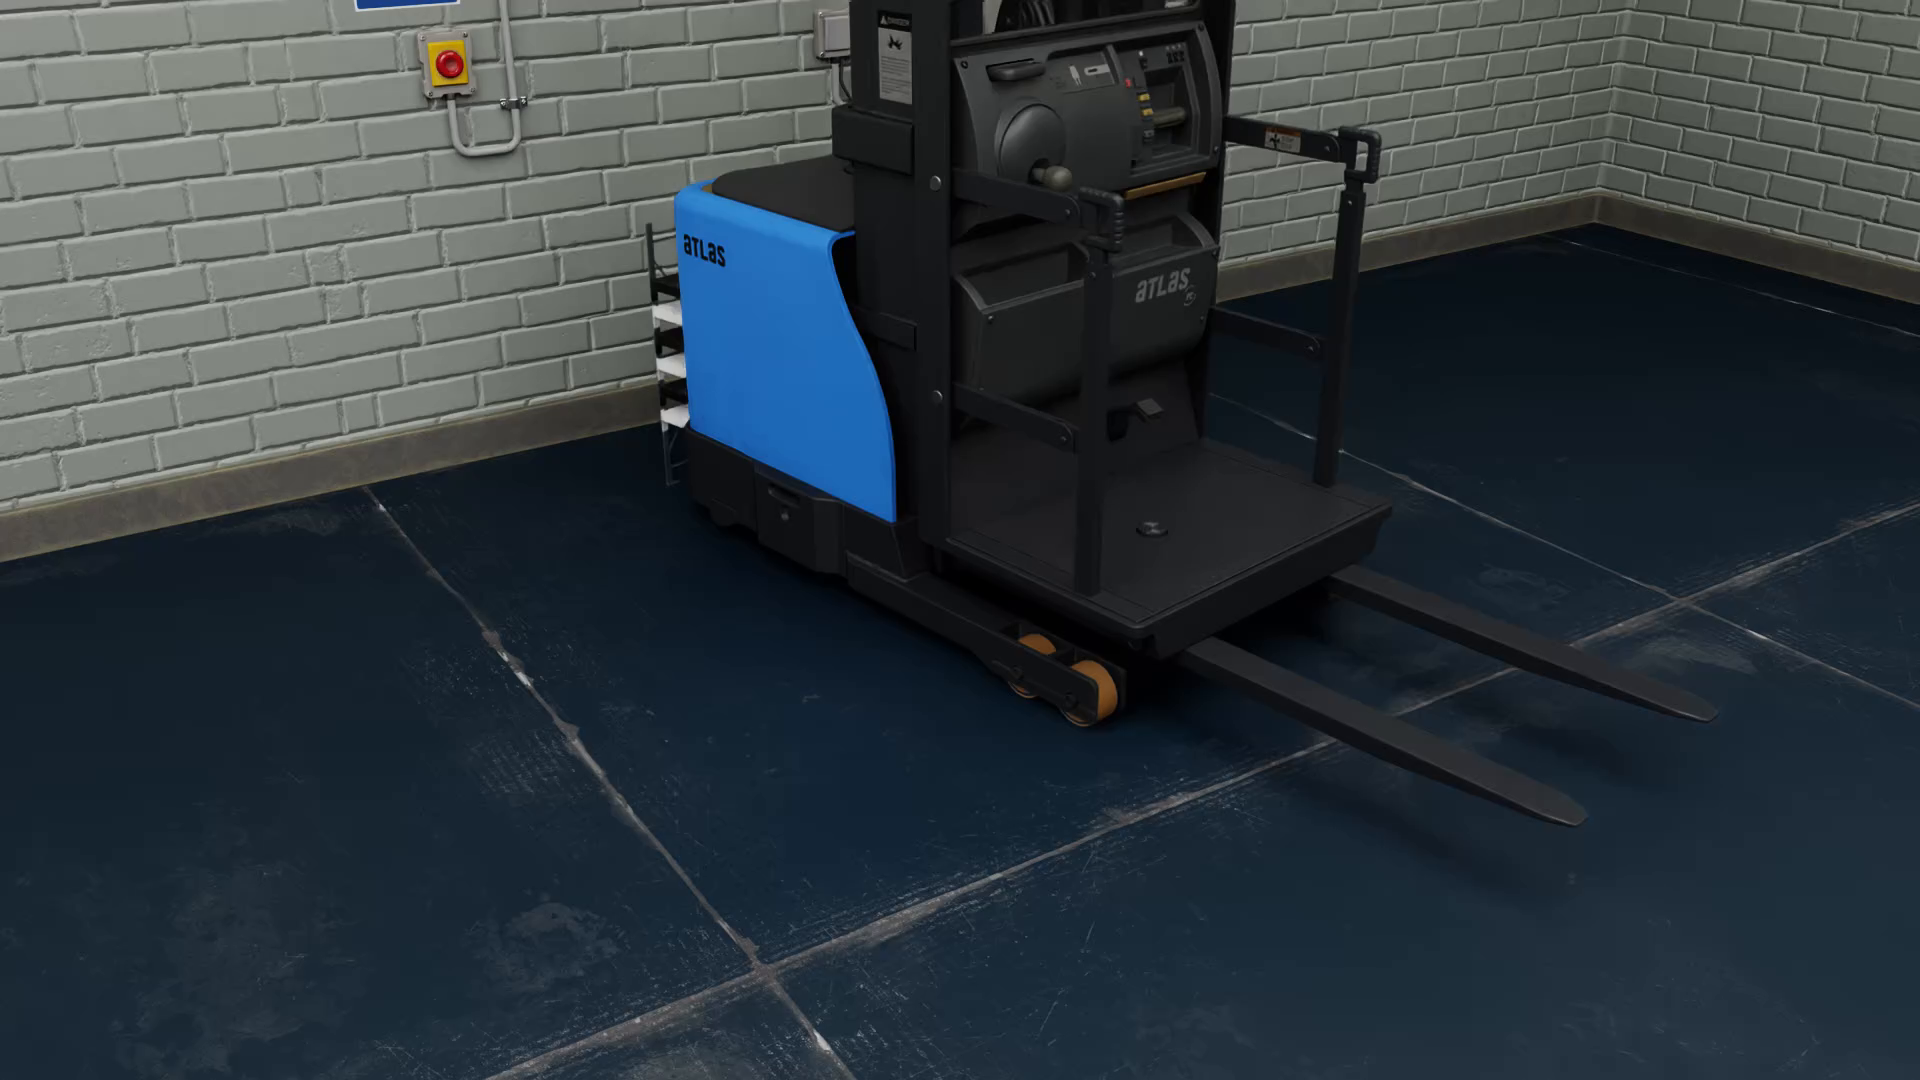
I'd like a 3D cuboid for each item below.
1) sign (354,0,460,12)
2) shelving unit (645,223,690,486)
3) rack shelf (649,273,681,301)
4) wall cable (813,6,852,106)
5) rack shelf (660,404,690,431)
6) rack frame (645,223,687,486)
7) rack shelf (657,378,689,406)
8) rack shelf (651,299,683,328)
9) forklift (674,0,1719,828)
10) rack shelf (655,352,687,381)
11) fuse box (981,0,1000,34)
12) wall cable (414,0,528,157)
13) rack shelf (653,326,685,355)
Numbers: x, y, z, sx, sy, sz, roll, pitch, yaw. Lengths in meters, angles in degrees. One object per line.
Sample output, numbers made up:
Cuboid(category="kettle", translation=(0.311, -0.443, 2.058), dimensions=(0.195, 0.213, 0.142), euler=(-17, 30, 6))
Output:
Cuboid(category="sign", translation=(-1.724, -1.763, 5.153), dimensions=(0.327, 0.218, 0.001), euler=(-16, 29, -30))
Cuboid(category="shelving unit", translation=(-0.838, -0.601, 5.468), dimensions=(0.210, 0.900, 0.258), euler=(21, 33, 38))
Cuboid(category="rack shelf", translation=(-0.838, -0.815, 5.367), dimensions=(0.200, 0.077, 0.258), euler=(21, 33, 38))
Cuboid(category="wall cable", translation=(-0.468, -2.424, 5.681), dimensions=(0.588, 1.984, 0.122), euler=(-16, 29, -30))
Cuboid(category="rack shelf", translation=(-0.838, -0.408, 5.559), dimensions=(0.200, 0.077, 0.258), euler=(21, 33, 38))
Cuboid(category="rack frame", translation=(-0.913, -0.630, 5.530), dimensions=(0.006, 0.900, 0.240), euler=(21, 33, 38))
Cuboid(category="rack shelf", translation=(-0.838, -0.489, 5.521), dimensions=(0.200, 0.077, 0.258), euler=(21, 33, 38))
Cuboid(category="rack shelf", translation=(-0.838, -0.733, 5.406), dimensions=(0.200, 0.077, 0.258), euler=(21, 33, 38))
Cuboid(category="forklift", translation=(0.495, -1.097, 4.140), dimensions=(1.130, 2.935, 3.031), euler=(-22, 33, -38))
Cuboid(category="rack shelf", translation=(-0.838, -0.571, 5.482), dimensions=(0.200, 0.077, 0.258), euler=(21, 33, 38))
Cuboid(category="fuse box", translation=(0.190, -1.484, 6.390), dimensions=(0.539, 1.711, 0.414), euler=(-16, 29, -30))
Cuboid(category="wall cable", translation=(-1.650, -2.103, 4.965), dimensions=(0.585, 1.953, 0.123), euler=(-16, 29, -30))
Cuboid(category="rack shelf", translation=(-0.838, -0.652, 5.444), dimensions=(0.200, 0.077, 0.258), euler=(21, 33, 38))
